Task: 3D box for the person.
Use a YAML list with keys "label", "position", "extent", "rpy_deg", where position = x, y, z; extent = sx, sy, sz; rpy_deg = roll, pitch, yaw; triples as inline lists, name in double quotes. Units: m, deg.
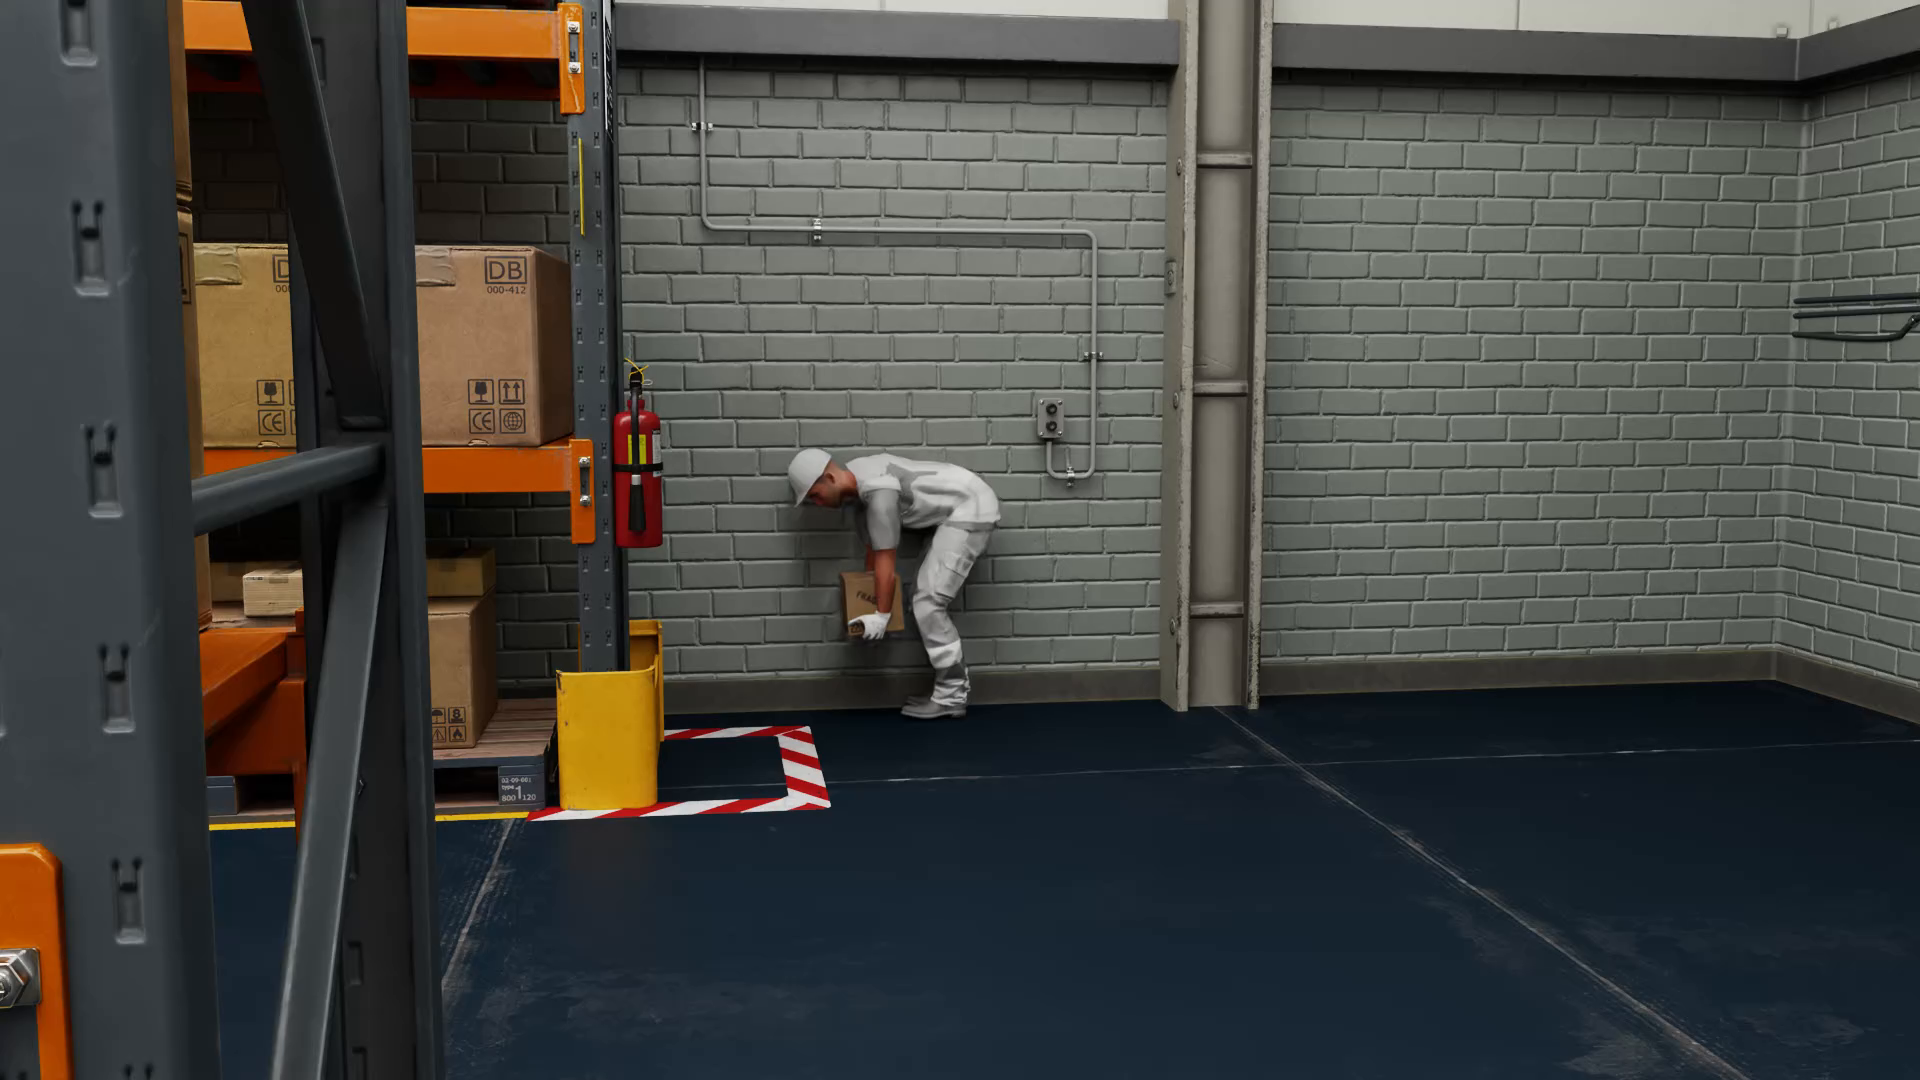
- label: "person"
  position: [-0.295, 0.188, 7.489]
  extent: [0.948, 1.213, 0.485]
  rpy_deg: [-1, 6, -10]
